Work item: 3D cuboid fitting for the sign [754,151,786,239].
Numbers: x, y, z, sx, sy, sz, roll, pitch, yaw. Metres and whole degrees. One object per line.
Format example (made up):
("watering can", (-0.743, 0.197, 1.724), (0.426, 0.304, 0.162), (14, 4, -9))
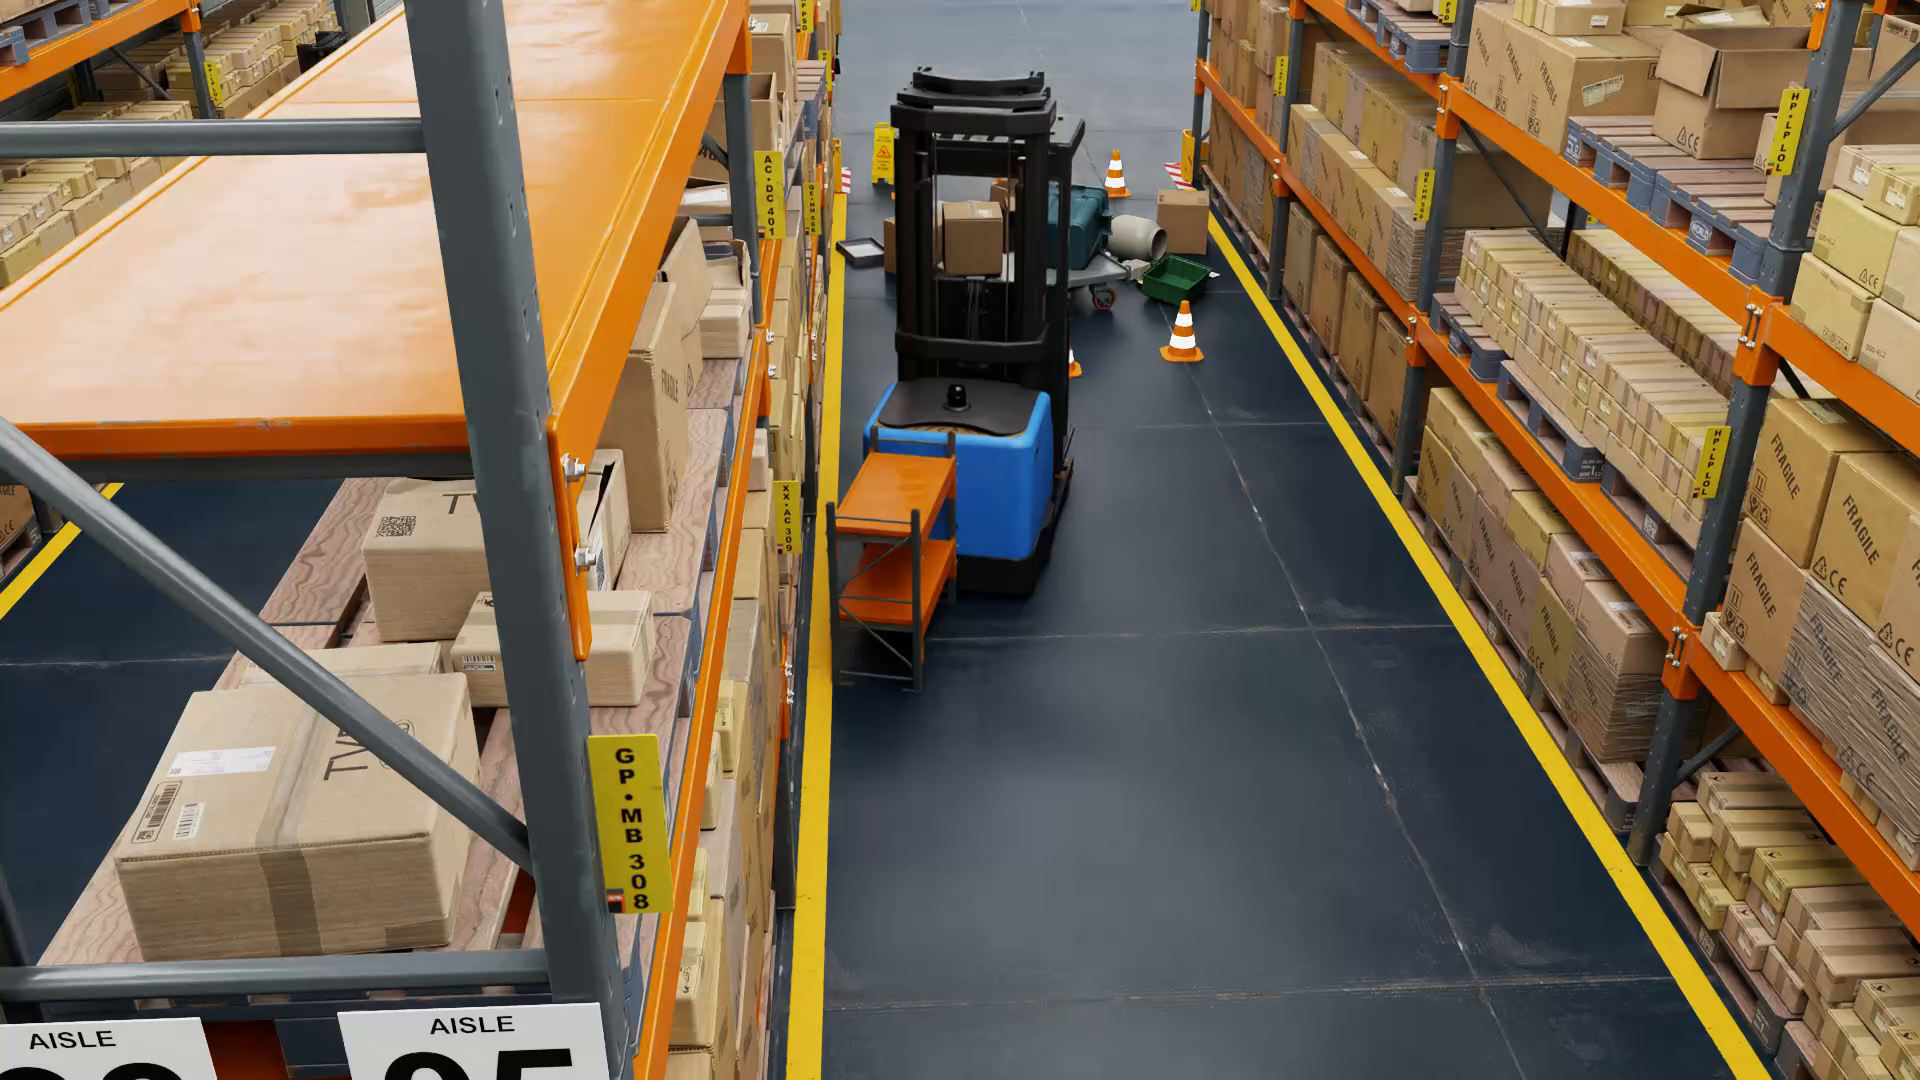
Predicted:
("sign", (-0.697, -1.266, 6.107), (0.100, 0.325, 0.005), (-1, 28, -3))

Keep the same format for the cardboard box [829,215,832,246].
("cardboard box", (-1.469, -2.844, 15.541), (0.500, 0.250, 0.500), (0, 28, 0))

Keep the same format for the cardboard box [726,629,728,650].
("cardboard box", (-0.914, 0.294, 5.114), (0.380, 0.149, 0.250), (-2, 28, -4))

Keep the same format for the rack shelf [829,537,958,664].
("rack shelf", (-0.366, 0.308, 9.534), (0.538, 0.278, 1.000), (5, 28, 9))

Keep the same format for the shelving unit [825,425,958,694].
("shelving unit", (-0.365, 0.091, 9.420), (0.538, 1.125, 1.048), (5, 28, 9))

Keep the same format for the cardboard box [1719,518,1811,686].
("cardboard box", (3.461, 0.235, 6.688), (0.500, 0.500, 0.500), (-2, 28, -4))

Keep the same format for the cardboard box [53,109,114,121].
("cardboard box", (-6.860, -3.269, 13.028), (0.380, 0.149, 0.250), (-2, 28, -4))

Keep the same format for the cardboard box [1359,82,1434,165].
("cardboard box", (3.381, -3.072, 12.270), (0.700, 0.500, 0.500), (-2, 28, -3))

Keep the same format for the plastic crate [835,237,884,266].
("plastic crate", (-0.932, -2.802, 16.098), (0.402, 0.080, 0.583), (-11, 30, -20))

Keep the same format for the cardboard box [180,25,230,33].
("cardboard box", (-6.978, -4.666, 15.384), (0.380, 0.149, 0.250), (-1, 28, -2))

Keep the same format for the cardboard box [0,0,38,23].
("cardboard box", (-6.338, -3.559, 10.478), (0.700, 0.500, 0.500), (-2, 28, -4))

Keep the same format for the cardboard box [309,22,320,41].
("cardboard box", (-6.541, -5.017, 16.379), (0.380, 0.149, 0.250), (-1, 28, -2))

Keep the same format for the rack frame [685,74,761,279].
("rack frame", (-1.251, -2.317, 5.524), (1.000, 3.000, 0.127), (-1, 28, -3))

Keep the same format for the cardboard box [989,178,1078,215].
("cardboard box", (0.742, -3.342, 16.676), (0.797, 0.503, 0.637), (-23, 35, -37))

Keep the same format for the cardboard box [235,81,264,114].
("cardboard box", (-6.432, -3.726, 14.604), (0.500, 0.500, 0.500), (-1, 28, -2))

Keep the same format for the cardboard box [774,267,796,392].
("cardboard box", (-1.098, -1.060, 8.411), (0.500, 0.500, 0.500), (-2, 28, -3))

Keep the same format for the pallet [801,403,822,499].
("pallet", (-1.500, -0.629, 11.790), (1.003, 0.211, 1.213), (-1, 28, -3))

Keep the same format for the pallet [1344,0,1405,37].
("pallet", (3.330, -3.729, 11.679), (1.003, 0.211, 1.213), (0, 28, 0))

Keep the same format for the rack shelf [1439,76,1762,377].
("rack shelf", (3.582, -1.758, 8.474), (1.077, 0.370, 4.000), (-1, 28, -3))

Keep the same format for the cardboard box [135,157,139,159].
("cardboard box", (-6.297, -2.936, 12.388), (0.380, 0.149, 0.250), (-2, 28, -4))

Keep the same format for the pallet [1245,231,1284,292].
("pallet", (3.307, -2.635, 15.635), (1.003, 0.211, 1.213), (-1, 28, -3))

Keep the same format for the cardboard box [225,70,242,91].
("cardboard box", (-6.436, -3.955, 14.342), (0.380, 0.149, 0.250), (-1, 28, -3))

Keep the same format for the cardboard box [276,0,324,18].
("cardboard box", (-6.562, -5.268, 16.537), (0.380, 0.149, 0.250), (-1, 28, -3))

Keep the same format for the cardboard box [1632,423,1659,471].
("cardboard box", (3.444, -0.445, 7.918), (0.380, 0.149, 0.250), (0, 28, 0))

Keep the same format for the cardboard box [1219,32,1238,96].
("cardboard box", (3.079, -4.746, 16.506), (0.875, 0.550, 0.550), (-1, 28, -3))

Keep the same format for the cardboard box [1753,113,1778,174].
("cardboard box", (3.850, -1.712, 7.249), (0.500, 0.311, 0.500), (-2, 28, -3))

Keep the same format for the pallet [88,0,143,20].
("pallet", (-6.567, -4.068, 12.332), (0.805, 0.209, 1.217), (-2, 28, -5))

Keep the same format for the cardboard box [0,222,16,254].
("cardboard box", (-6.139, -1.869, 10.343), (0.380, 0.149, 0.250), (-1, 28, -1))

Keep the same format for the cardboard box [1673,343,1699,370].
("cardboard box", (4.042, -0.945, 8.877), (0.380, 0.149, 0.250), (-2, 28, -4))

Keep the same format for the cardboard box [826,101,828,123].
("cardboard box", (-1.423, -3.985, 15.480), (0.380, 0.149, 0.250), (-1, 28, -2))

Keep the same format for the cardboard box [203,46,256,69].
("cardboard box", (-6.383, -4.206, 14.501), (0.380, 0.149, 0.250), (-1, 28, -1))

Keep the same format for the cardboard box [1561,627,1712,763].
("cardboard box", (3.396, 0.763, 8.355), (0.500, 0.500, 0.500), (-2, 28, -4))

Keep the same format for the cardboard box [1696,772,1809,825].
("cardboard box", (3.498, 1.155, 7.340), (0.380, 0.149, 0.250), (0, 28, -1))

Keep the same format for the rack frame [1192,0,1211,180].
("rack frame", (3.060, -5.365, 17.855), (1.000, 3.000, 0.127), (-1, 28, -3))

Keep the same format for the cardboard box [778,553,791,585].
("cardboard box", (-0.993, -0.022, 7.233), (0.500, 0.250, 0.500), (-2, 28, -4))

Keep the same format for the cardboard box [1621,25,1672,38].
("cardboard box", (3.800, -2.557, 9.119), (0.500, 0.500, 0.500), (-1, 28, -3))

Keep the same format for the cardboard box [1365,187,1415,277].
("cardboard box", (3.161, -2.147, 11.577), (0.500, 0.500, 0.500), (-1, 28, -3))

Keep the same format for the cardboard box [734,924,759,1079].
("cardboard box", (-0.844, 1.449, 4.683), (0.500, 0.500, 0.500), (-2, 28, -3))

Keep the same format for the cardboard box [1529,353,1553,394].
("cardboard box", (3.371, -0.922, 9.153), (0.380, 0.149, 0.250), (-1, 28, -2))

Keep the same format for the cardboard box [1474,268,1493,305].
("cardboard box", (3.319, -1.524, 9.987), (0.380, 0.149, 0.250), (0, 28, 0))

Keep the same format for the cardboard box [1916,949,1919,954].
("cardboard box", (3.994, 1.626, 6.757), (0.380, 0.149, 0.250), (-1, 28, -2))

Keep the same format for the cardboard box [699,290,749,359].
("cardboard box", (-0.885, -0.697, 5.371), (0.380, 0.149, 0.250), (-1, 28, -1))

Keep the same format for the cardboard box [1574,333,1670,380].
("cardboard box", (3.404, -0.945, 8.554), (0.380, 0.149, 0.250), (-3, 28, -5))

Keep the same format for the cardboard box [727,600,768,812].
("cardboard box", (-0.897, 0.536, 5.352), (0.500, 0.500, 0.500), (-1, 28, -2))

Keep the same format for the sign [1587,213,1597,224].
("sign", (4.019, -2.166, 10.556), (0.100, 0.325, 0.005), (-1, 28, -3))

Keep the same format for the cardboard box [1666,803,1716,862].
("cardboard box", (3.386, 1.298, 7.388), (0.380, 0.149, 0.250), (0, 28, 0))

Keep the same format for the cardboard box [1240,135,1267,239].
("cardboard box", (3.255, -3.470, 16.066), (0.875, 0.875, 0.875), (-1, 28, -2))

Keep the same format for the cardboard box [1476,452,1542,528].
("cardboard box", (3.312, -0.294, 9.570), (0.500, 0.250, 0.500), (-1, 28, -2))

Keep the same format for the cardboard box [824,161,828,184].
("cardboard box", (-1.377, -3.277, 14.859), (0.380, 0.149, 0.250), (-1, 28, -2))

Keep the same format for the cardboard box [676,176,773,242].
("cardboard box", (-0.928, -1.353, 6.611), (0.396, 0.266, 0.258), (-2, 28, -3))

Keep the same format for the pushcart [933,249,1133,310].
("pushcart", (0.605, -2.267, 14.751), (1.648, 0.377, 0.936), (-11, 30, -20))

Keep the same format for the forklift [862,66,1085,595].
("forklift", (0.183, -1.628, 10.765), (1.130, 2.935, 3.031), (5, 28, 9))

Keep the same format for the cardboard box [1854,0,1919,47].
("cardboard box", (7.929, -4.412, 14.516), (0.500, 0.500, 0.500), (-1, 28, -3))

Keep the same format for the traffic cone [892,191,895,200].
("traffic cone", (-0.567, -3.907, 17.802), (0.336, 0.463, 0.334), (-1, 28, -3))

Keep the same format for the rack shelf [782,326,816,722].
("rack shelf", (-1.356, -0.262, 8.849), (1.077, 0.370, 4.000), (-1, 28, -3))

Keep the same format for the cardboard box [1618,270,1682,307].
("cardboard box", (4.003, -1.434, 9.492), (0.380, 0.149, 0.250), (-1, 28, -1))
